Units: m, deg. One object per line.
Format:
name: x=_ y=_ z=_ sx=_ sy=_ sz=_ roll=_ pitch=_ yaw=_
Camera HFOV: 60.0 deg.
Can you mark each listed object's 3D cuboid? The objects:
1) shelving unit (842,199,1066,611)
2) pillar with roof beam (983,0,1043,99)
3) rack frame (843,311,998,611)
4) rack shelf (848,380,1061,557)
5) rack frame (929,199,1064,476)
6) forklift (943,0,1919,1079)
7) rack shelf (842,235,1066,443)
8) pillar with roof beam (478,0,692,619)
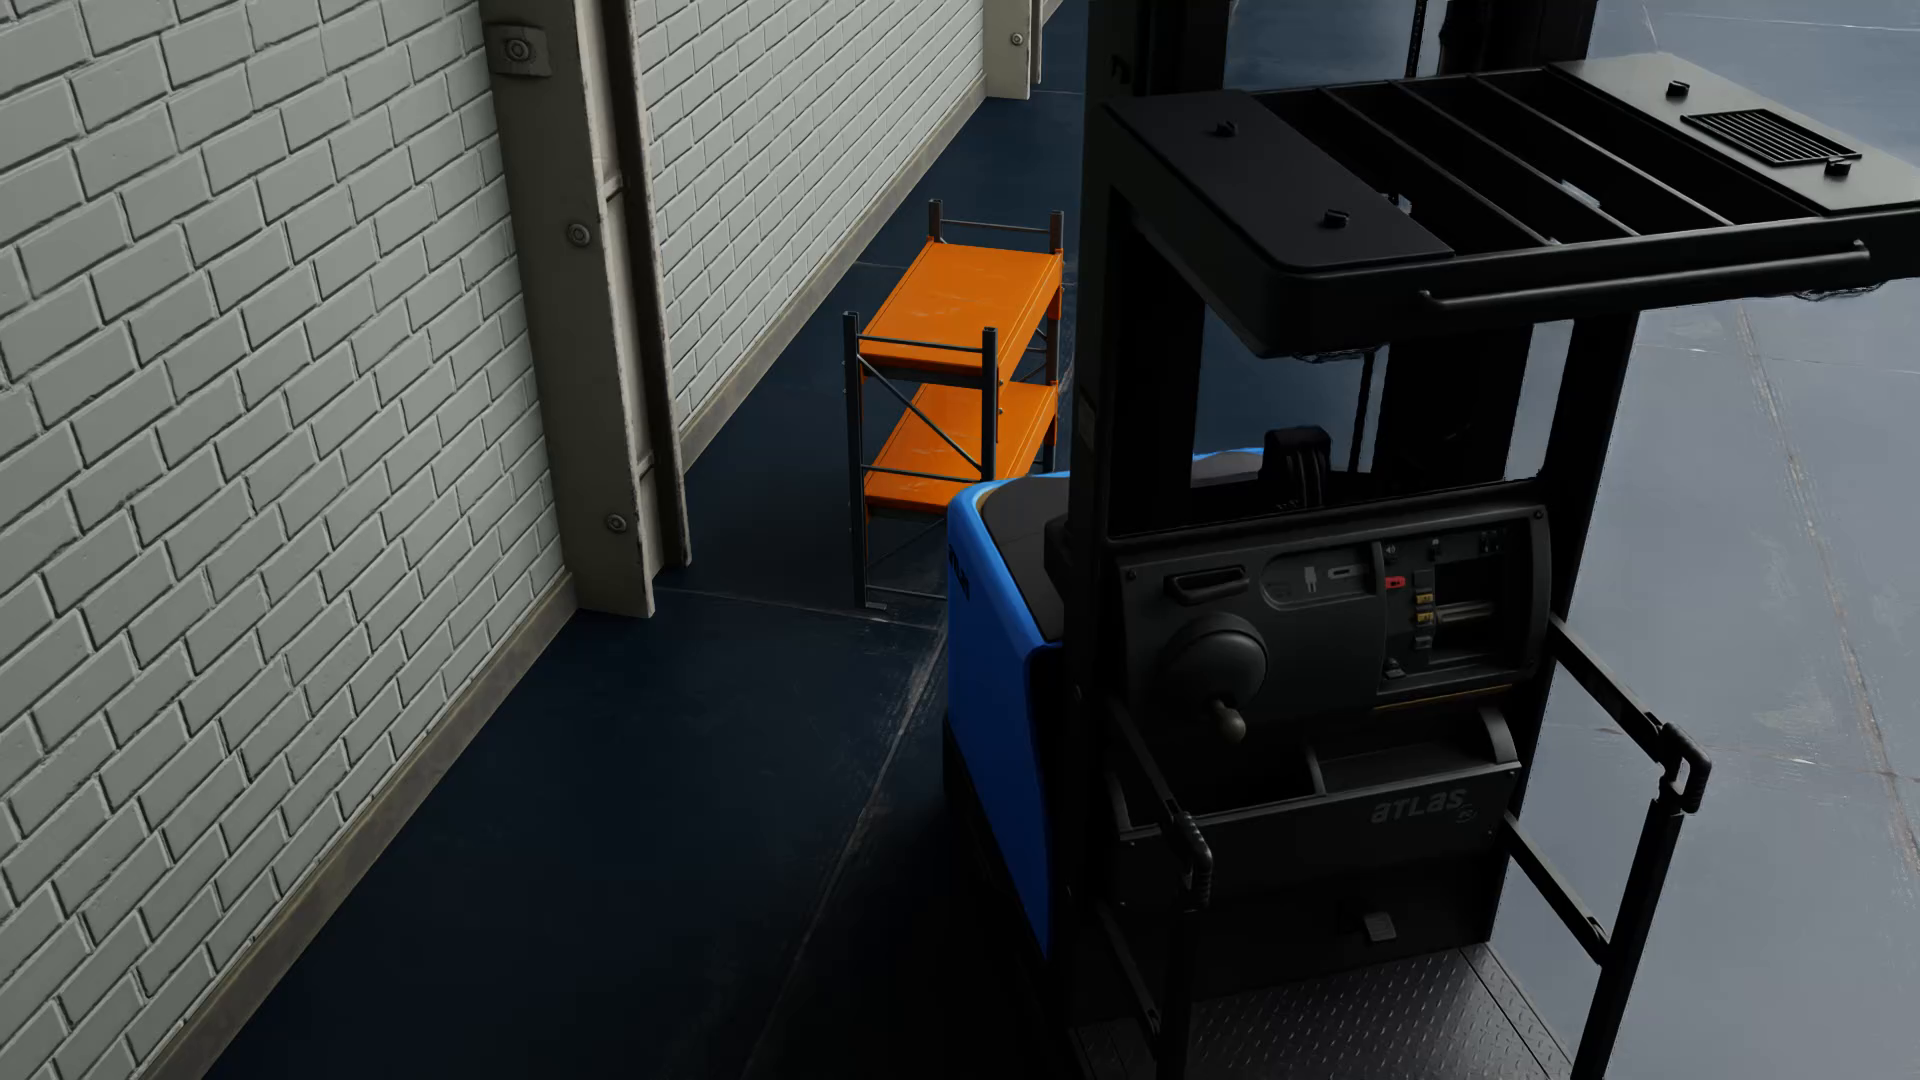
shelving unit: x=0.002 y=-0.478 z=5.954 sx=0.538 sy=1.125 sz=1.048 roll=8 pitch=33 yaw=12
pillar with roof beam: x=4.501 y=-6.173 z=7.573 sx=9.100 sy=9.000 sz=0.400 roll=8 pitch=33 yaw=12
rack frame: x=-0.127 y=-0.214 z=5.539 sx=0.500 sy=1.125 sz=0.032 roll=8 pitch=33 yaw=12
rack shelf: x=0.002 y=-0.272 z=6.085 sx=0.538 sy=0.278 sz=1.000 roll=8 pitch=33 yaw=12
rack frame: x=0.131 y=-0.742 z=6.369 sx=0.500 sy=1.125 sz=0.032 roll=8 pitch=33 yaw=12
forklift: x=0.819 y=0.220 z=3.173 sx=1.130 sy=2.935 sz=3.031 roll=-8 pitch=33 yaw=-12
rack shelf: x=0.002 y=-0.725 z=5.797 sx=0.538 sy=0.278 sz=1.000 roll=8 pitch=33 yaw=12
pillar with roof beam: x=2.978 y=-3.060 z=2.675 sx=9.100 sy=9.000 sz=0.400 roll=8 pitch=33 yaw=12
